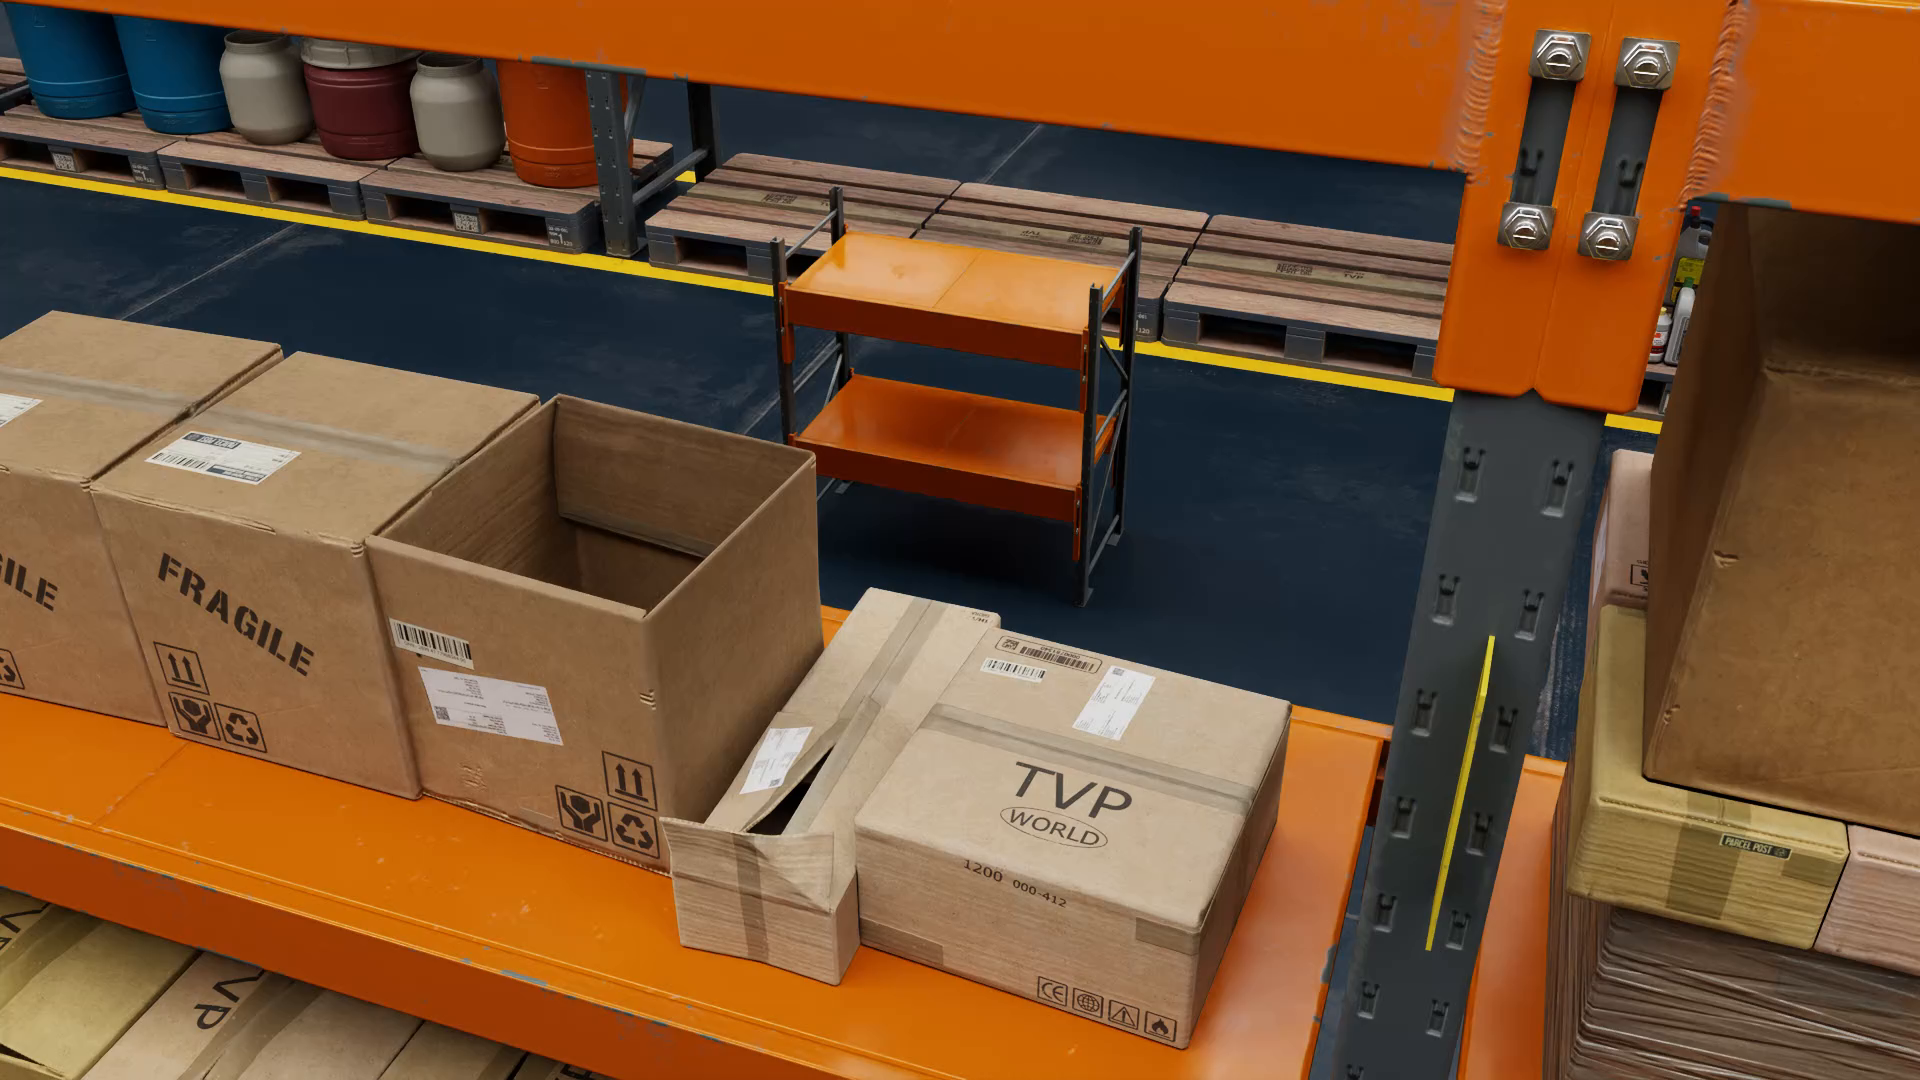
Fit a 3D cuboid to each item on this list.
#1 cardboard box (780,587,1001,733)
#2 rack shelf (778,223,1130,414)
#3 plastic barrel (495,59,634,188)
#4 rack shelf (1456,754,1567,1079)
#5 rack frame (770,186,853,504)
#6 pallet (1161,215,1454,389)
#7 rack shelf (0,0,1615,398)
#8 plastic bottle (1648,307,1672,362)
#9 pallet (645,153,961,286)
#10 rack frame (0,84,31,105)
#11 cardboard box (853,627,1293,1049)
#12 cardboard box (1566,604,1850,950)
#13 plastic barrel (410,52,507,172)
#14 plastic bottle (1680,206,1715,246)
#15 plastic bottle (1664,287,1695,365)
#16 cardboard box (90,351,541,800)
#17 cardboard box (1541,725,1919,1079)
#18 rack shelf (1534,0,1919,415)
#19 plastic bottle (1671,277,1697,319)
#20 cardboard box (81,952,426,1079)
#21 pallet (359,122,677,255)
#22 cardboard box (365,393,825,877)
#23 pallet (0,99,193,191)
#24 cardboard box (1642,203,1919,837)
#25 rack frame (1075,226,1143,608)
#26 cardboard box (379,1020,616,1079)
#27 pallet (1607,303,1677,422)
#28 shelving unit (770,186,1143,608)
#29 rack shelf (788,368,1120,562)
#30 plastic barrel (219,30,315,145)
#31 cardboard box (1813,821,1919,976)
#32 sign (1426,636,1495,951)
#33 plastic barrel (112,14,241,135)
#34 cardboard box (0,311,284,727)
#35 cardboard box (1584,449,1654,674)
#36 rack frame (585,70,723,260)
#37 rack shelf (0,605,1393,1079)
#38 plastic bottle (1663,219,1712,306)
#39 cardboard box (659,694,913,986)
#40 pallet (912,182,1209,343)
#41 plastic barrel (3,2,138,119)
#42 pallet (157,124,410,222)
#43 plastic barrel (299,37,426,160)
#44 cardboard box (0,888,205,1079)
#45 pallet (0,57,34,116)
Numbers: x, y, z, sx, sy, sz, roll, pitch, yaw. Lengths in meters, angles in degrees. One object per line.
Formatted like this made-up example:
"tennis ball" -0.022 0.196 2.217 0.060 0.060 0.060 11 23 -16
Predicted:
"cardboard box" -0.109 0.262 2.811 0.250 0.149 0.380 11 34 16
"rack shelf" -0.006 -0.720 5.288 1.000 0.278 0.538 11 34 16
"plastic barrel" -1.901 -2.184 7.980 0.708 0.830 0.600 11 34 16
"rack shelf" 2.539 1.091 1.958 4.000 0.370 1.077 11 34 16
"rack frame" -0.485 -0.567 5.591 0.032 1.125 0.500 11 34 16
"pallet" 1.578 -1.058 7.195 1.213 0.211 1.003 11 34 16
"rack shelf" -1.227 -0.901 2.279 4.000 0.370 1.077 11 34 16
"plastic bottle" 2.674 -0.796 6.392 0.097 0.201 0.097 0 33 0
"pallet" -0.719 -1.505 7.886 1.213 0.211 1.003 11 34 16
"rack frame" -5.200 -3.570 8.514 0.127 3.000 1.000 11 34 16
"cardboard box" 0.178 0.418 2.476 0.500 0.250 0.500 13 35 19
"cardboard box" 0.844 0.256 1.898 0.250 0.149 0.380 11 34 16
"plastic barrel" -2.463 -2.108 8.156 0.421 0.512 0.421 0 33 0
"plastic bottle" 3.034 -1.207 6.891 0.185 0.351 0.144 10 34 15
"plastic bottle" 2.796 -0.819 6.359 0.135 0.276 0.152 12 35 18
"cardboard box" -1.029 0.044 2.825 0.500 0.500 0.500 11 34 17
"cardboard box" 1.076 0.459 2.182 0.500 0.500 0.700 10 34 15
"rack shelf" 2.539 -0.169 1.145 4.000 0.370 1.077 11 34 16
"plastic bottle" 2.832 -0.877 6.441 0.133 0.283 0.061 11 34 16
"cardboard box" -1.255 0.960 3.129 0.500 0.311 0.500 11 34 16
"pallet" -2.191 -1.790 8.327 1.213 0.211 1.003 11 34 16
"cardboard box" -0.557 0.135 2.683 0.500 0.500 0.500 14 35 20
"pallet" -4.488 -2.236 9.019 1.213 0.211 1.003 11 34 16
"cardboard box" 1.076 -0.087 1.830 0.500 0.500 0.700 11 34 17
"rack frame" 0.472 -0.381 5.303 0.032 1.125 0.500 11 34 16
"cardboard box" -0.783 1.053 2.984 0.500 0.311 0.500 11 34 16
"pallet" 2.949 -0.790 6.780 1.213 0.211 1.003 11 34 16
"shelving unit" -0.006 -0.474 5.447 1.048 1.125 0.538 11 34 16
"rack shelf" -0.006 -0.268 5.579 1.000 0.278 0.538 11 34 16
"plastic barrel" -3.526 -2.314 8.476 0.421 0.512 0.421 0 33 0
"cardboard box" 1.080 0.302 1.827 0.250 0.149 0.380 12 35 17
"sign" 0.482 0.248 1.606 0.005 0.325 0.100 11 34 16
"plastic barrel" -4.027 -2.627 8.601 0.708 0.901 0.600 11 34 16
"cardboard box" -1.524 -0.053 2.974 0.500 0.500 0.500 9 34 14
"cardboard box" 0.984 0.048 2.219 0.250 0.149 0.380 11 34 16
"rack frame" -1.435 -2.838 7.380 0.127 3.000 1.000 11 34 16
"rack shelf" -1.227 0.359 3.092 4.000 0.370 1.077 11 34 16
"plastic bottle" 2.985 -1.134 6.777 0.185 0.351 0.144 11 34 16
"cardboard box" -0.234 0.412 2.471 0.258 0.266 0.396 10 34 15
"pallet" 0.426 -1.281 7.539 1.213 0.211 1.003 11 34 16
"plastic barrel" -4.694 -2.757 8.801 0.708 0.901 0.600 11 34 16
"pallet" -3.336 -2.014 8.674 1.213 0.211 1.003 11 34 16
"plastic barrel" -2.964 -2.289 8.366 0.708 0.588 0.600 11 34 16
"cardboard box" -1.739 0.866 3.274 0.500 0.311 0.500 10 34 15
"pallet" -5.906 -2.513 9.448 1.213 0.211 1.003 11 34 16
